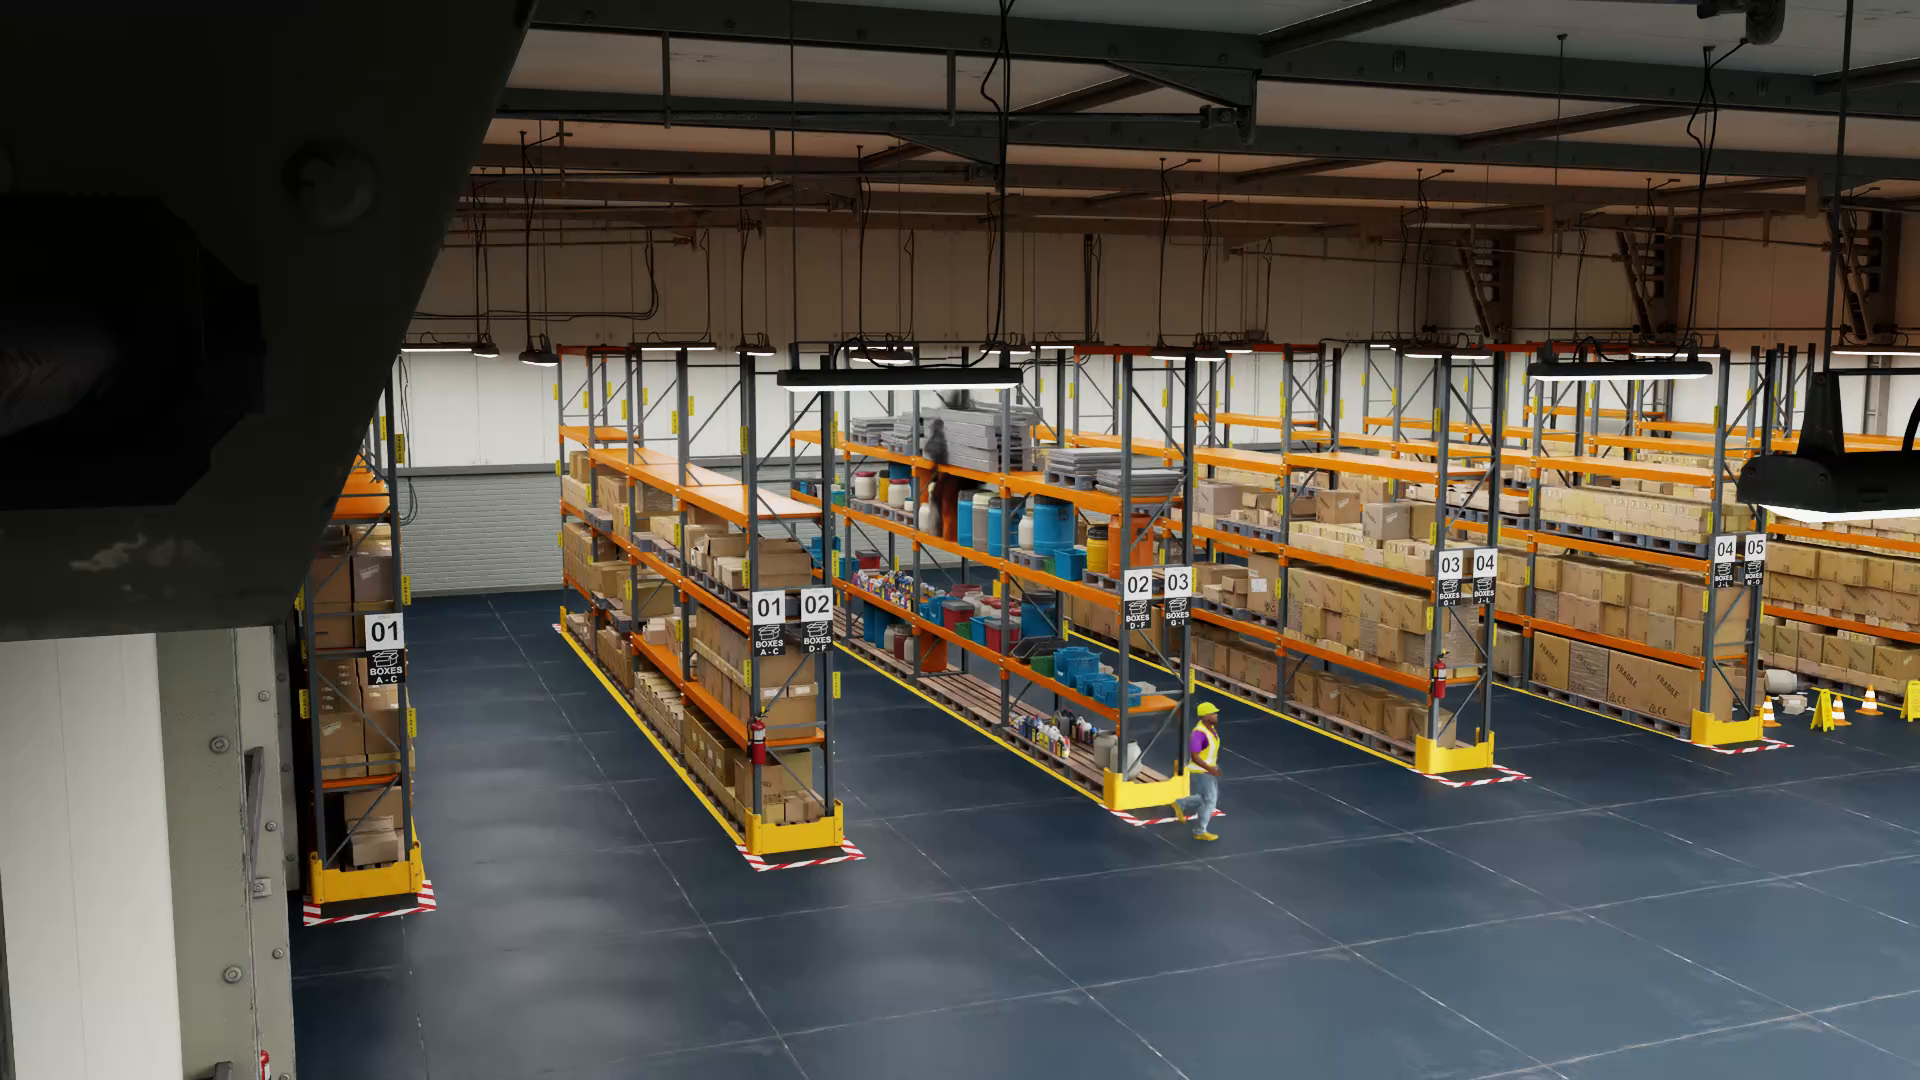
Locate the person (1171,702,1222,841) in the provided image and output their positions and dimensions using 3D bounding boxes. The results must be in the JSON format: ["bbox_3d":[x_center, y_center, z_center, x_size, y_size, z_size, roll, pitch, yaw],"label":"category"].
[{"bbox_3d":[2.966,2.861,20.715,0.673,1.735,0.715,3,8,19],"label":"person"}]
